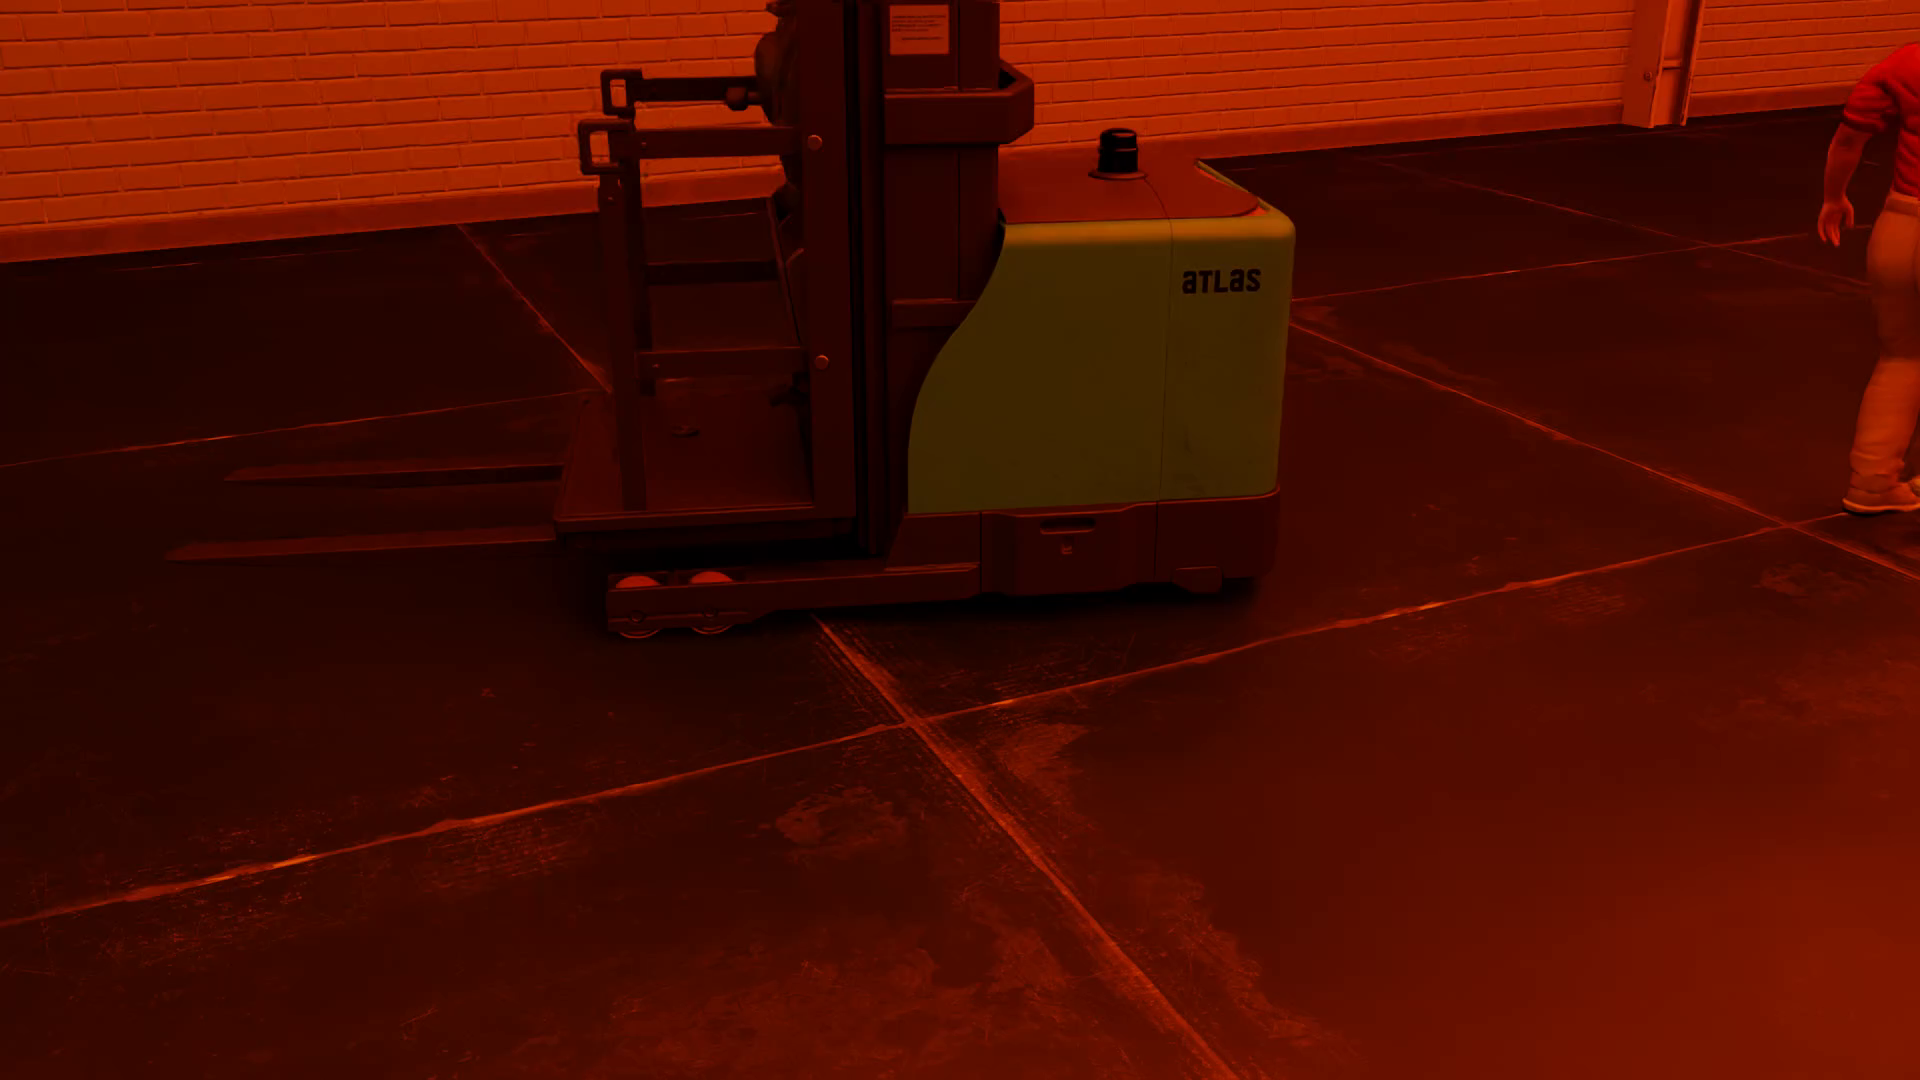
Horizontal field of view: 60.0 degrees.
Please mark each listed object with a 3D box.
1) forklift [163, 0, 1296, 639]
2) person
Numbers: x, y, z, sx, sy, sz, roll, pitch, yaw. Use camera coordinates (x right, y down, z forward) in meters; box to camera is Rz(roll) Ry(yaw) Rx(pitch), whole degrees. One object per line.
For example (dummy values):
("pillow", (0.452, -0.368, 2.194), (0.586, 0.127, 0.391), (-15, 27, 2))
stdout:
("forklift", (-0.660, -1.304, 4.426), (3.031, 2.935, 1.130), (-3, 23, -8))
("person", (2.951, -0.867, 5.021), (0.479, 1.724, 0.801), (-12, 25, -26))
